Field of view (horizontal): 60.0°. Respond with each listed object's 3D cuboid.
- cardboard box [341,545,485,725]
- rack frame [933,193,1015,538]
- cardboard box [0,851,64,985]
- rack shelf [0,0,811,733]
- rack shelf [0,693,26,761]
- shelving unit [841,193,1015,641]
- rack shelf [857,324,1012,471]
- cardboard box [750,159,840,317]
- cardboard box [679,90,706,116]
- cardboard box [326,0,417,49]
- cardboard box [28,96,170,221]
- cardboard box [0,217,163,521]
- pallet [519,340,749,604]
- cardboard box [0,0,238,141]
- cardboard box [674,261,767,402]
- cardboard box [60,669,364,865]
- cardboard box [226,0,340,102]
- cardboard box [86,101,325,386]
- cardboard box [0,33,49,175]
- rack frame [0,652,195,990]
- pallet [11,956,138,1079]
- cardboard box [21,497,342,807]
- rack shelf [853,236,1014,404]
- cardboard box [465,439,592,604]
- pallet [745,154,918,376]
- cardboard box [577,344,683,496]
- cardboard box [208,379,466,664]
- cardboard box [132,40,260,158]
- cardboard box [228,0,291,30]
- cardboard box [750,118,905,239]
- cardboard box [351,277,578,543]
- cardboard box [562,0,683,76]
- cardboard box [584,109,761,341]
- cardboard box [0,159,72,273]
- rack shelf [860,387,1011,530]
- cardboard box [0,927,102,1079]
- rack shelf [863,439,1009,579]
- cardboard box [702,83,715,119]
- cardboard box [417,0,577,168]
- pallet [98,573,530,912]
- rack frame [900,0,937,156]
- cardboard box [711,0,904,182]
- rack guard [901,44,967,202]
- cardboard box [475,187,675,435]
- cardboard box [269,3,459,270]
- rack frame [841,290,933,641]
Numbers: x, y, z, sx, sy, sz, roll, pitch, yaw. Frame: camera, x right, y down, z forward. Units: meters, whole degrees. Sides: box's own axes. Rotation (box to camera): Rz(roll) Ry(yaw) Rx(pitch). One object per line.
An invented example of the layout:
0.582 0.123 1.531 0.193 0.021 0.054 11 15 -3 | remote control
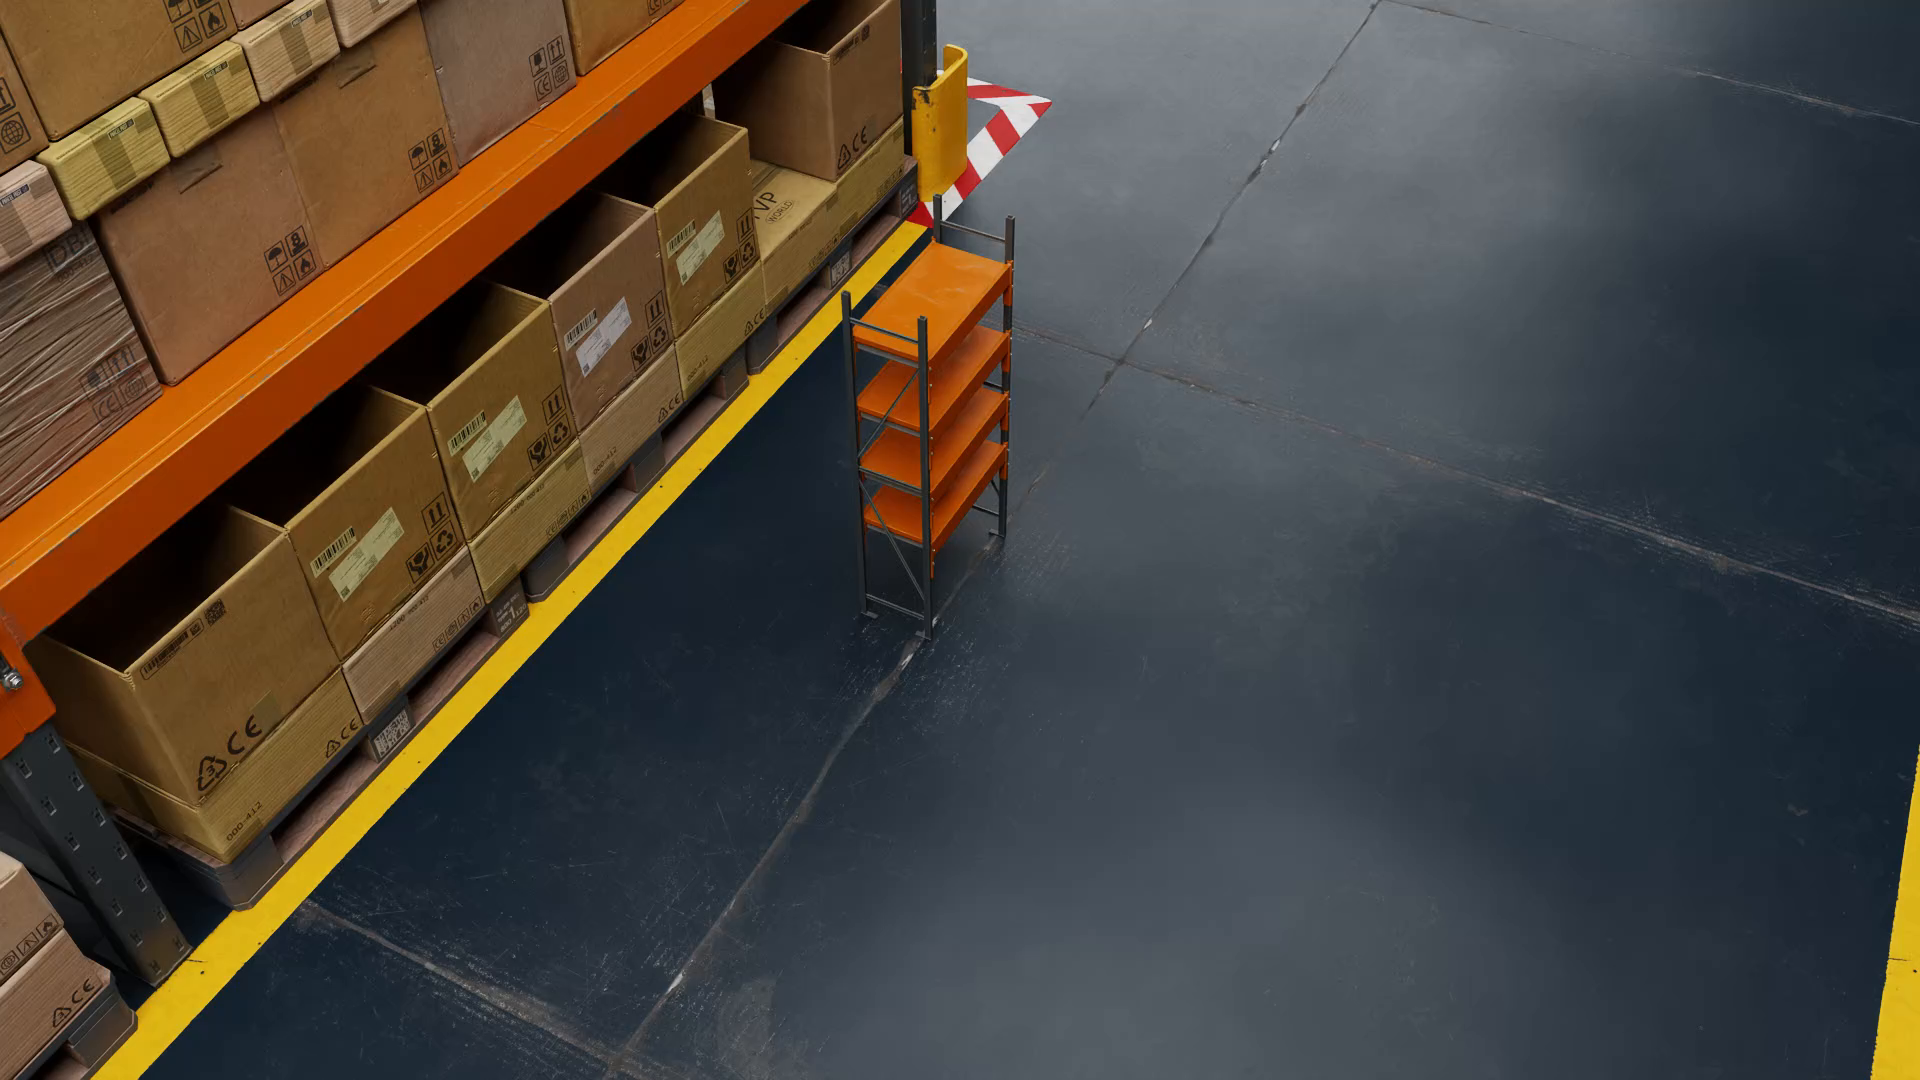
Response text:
-1.694 0.175 4.606 0.500 0.250 0.500 20 49 19 | cardboard box
0.036 -0.471 4.872 0.240 1.200 0.015 20 49 19 | rack frame
-2.348 0.833 3.561 0.500 0.311 0.500 20 49 19 | cardboard box
-1.486 -1.145 4.779 1.077 0.370 4.000 20 49 19 | rack shelf
-3.343 1.374 2.288 1.077 0.370 4.000 20 49 19 | rack shelf
-0.077 -0.317 4.720 0.258 1.200 0.503 20 49 19 | shelving unit
-0.077 -0.427 4.609 0.258 0.148 0.480 20 49 19 | rack shelf
-0.766 -1.085 5.851 0.500 0.250 0.500 20 49 19 | cardboard box
-1.234 -1.523 5.757 0.500 0.500 0.500 20 49 19 | cardboard box
-1.523 -1.320 3.919 0.380 0.149 0.250 19 48 18 | cardboard box
-1.883 -0.828 3.433 0.380 0.149 0.250 19 48 18 | cardboard box
-2.214 -0.455 3.521 0.700 0.500 0.500 19 48 18 | cardboard box
-1.443 -0.417 5.513 1.003 0.211 1.213 20 49 19 | pallet
-1.980 -1.230 3.374 0.700 0.500 0.500 20 49 19 | cardboard box
-0.997 -0.769 5.539 0.500 0.250 0.500 20 49 19 | cardboard box
-1.930 0.488 4.296 0.500 0.250 0.500 20 49 19 | cardboard box
-1.645 -1.151 3.752 0.380 0.149 0.250 19 48 18 | cardboard box
-1.975 -0.790 3.851 0.700 0.500 0.500 20 49 19 | cardboard box
-2.214 -0.911 3.059 0.700 0.500 0.500 21 49 19 | cardboard box
-2.414 -0.138 3.278 1.000 3.000 0.127 20 49 19 | rack frame
-2.722 1.319 3.798 1.003 0.211 1.213 20 49 19 | pallet
-1.922 0.228 4.026 0.500 0.500 0.500 20 49 19 | cardboard box
-0.077 -0.594 4.441 0.258 0.148 0.480 20 49 19 | rack shelf
-1.457 -0.138 4.915 0.500 0.250 0.500 20 49 19 | cardboard box
-0.875 -1.183 6.270 1.003 0.211 1.213 20 49 19 | pallet
-1.230 -0.455 5.229 0.500 0.250 0.500 20 49 19 | cardboard box
-1.696 -0.089 4.340 0.500 0.500 0.500 20 49 19 | cardboard box
-1.763 -0.994 3.597 0.380 0.149 0.250 20 49 19 | cardboard box
-1.747 -1.545 3.686 0.700 0.500 0.500 20 49 19 | cardboard box
-0.545 -1.404 6.167 0.500 0.250 0.500 20 49 19 | cardboard box
-1.457 -0.402 4.649 0.500 0.500 0.500 20 49 19 | cardboard box
-1.261 -1.760 4.810 0.700 0.500 0.500 21 49 19 | cardboard box
-0.994 -1.032 5.272 0.500 0.500 0.500 20 49 19 | cardboard box
-2.002 -0.665 3.272 0.380 0.149 0.250 21 49 20 | cardboard box
-0.077 -0.270 4.768 0.258 0.148 0.480 20 49 19 | rack shelf
-2.350 1.037 3.754 0.500 0.250 0.500 20 49 19 | cardboard box
-0.077 -0.131 4.909 0.258 0.148 0.480 20 49 19 | rack shelf
-1.003 -1.575 6.336 0.500 0.250 0.500 20 49 19 | cardboard box
-1.502 -1.427 4.481 0.700 0.500 0.500 22 49 20 | cardboard box
-2.008 0.355 4.751 1.003 0.211 1.213 20 49 19 | pallet
-0.557 -2.658 5.768 1.000 3.000 0.127 20 49 19 | rack frame
-0.543 -1.667 5.899 0.500 0.500 0.500 20 49 19 | cardboard box
-0.546 -1.795 6.672 1.175 0.500 0.348 20 49 19 | rack guard
-1.227 -0.718 4.961 0.500 0.500 0.500 20 49 19 | cardboard box
-1.738 -1.104 4.162 0.700 0.500 0.500 21 49 20 | cardboard box
-0.190 -0.164 4.568 0.240 1.200 0.015 20 49 19 | rack frame
